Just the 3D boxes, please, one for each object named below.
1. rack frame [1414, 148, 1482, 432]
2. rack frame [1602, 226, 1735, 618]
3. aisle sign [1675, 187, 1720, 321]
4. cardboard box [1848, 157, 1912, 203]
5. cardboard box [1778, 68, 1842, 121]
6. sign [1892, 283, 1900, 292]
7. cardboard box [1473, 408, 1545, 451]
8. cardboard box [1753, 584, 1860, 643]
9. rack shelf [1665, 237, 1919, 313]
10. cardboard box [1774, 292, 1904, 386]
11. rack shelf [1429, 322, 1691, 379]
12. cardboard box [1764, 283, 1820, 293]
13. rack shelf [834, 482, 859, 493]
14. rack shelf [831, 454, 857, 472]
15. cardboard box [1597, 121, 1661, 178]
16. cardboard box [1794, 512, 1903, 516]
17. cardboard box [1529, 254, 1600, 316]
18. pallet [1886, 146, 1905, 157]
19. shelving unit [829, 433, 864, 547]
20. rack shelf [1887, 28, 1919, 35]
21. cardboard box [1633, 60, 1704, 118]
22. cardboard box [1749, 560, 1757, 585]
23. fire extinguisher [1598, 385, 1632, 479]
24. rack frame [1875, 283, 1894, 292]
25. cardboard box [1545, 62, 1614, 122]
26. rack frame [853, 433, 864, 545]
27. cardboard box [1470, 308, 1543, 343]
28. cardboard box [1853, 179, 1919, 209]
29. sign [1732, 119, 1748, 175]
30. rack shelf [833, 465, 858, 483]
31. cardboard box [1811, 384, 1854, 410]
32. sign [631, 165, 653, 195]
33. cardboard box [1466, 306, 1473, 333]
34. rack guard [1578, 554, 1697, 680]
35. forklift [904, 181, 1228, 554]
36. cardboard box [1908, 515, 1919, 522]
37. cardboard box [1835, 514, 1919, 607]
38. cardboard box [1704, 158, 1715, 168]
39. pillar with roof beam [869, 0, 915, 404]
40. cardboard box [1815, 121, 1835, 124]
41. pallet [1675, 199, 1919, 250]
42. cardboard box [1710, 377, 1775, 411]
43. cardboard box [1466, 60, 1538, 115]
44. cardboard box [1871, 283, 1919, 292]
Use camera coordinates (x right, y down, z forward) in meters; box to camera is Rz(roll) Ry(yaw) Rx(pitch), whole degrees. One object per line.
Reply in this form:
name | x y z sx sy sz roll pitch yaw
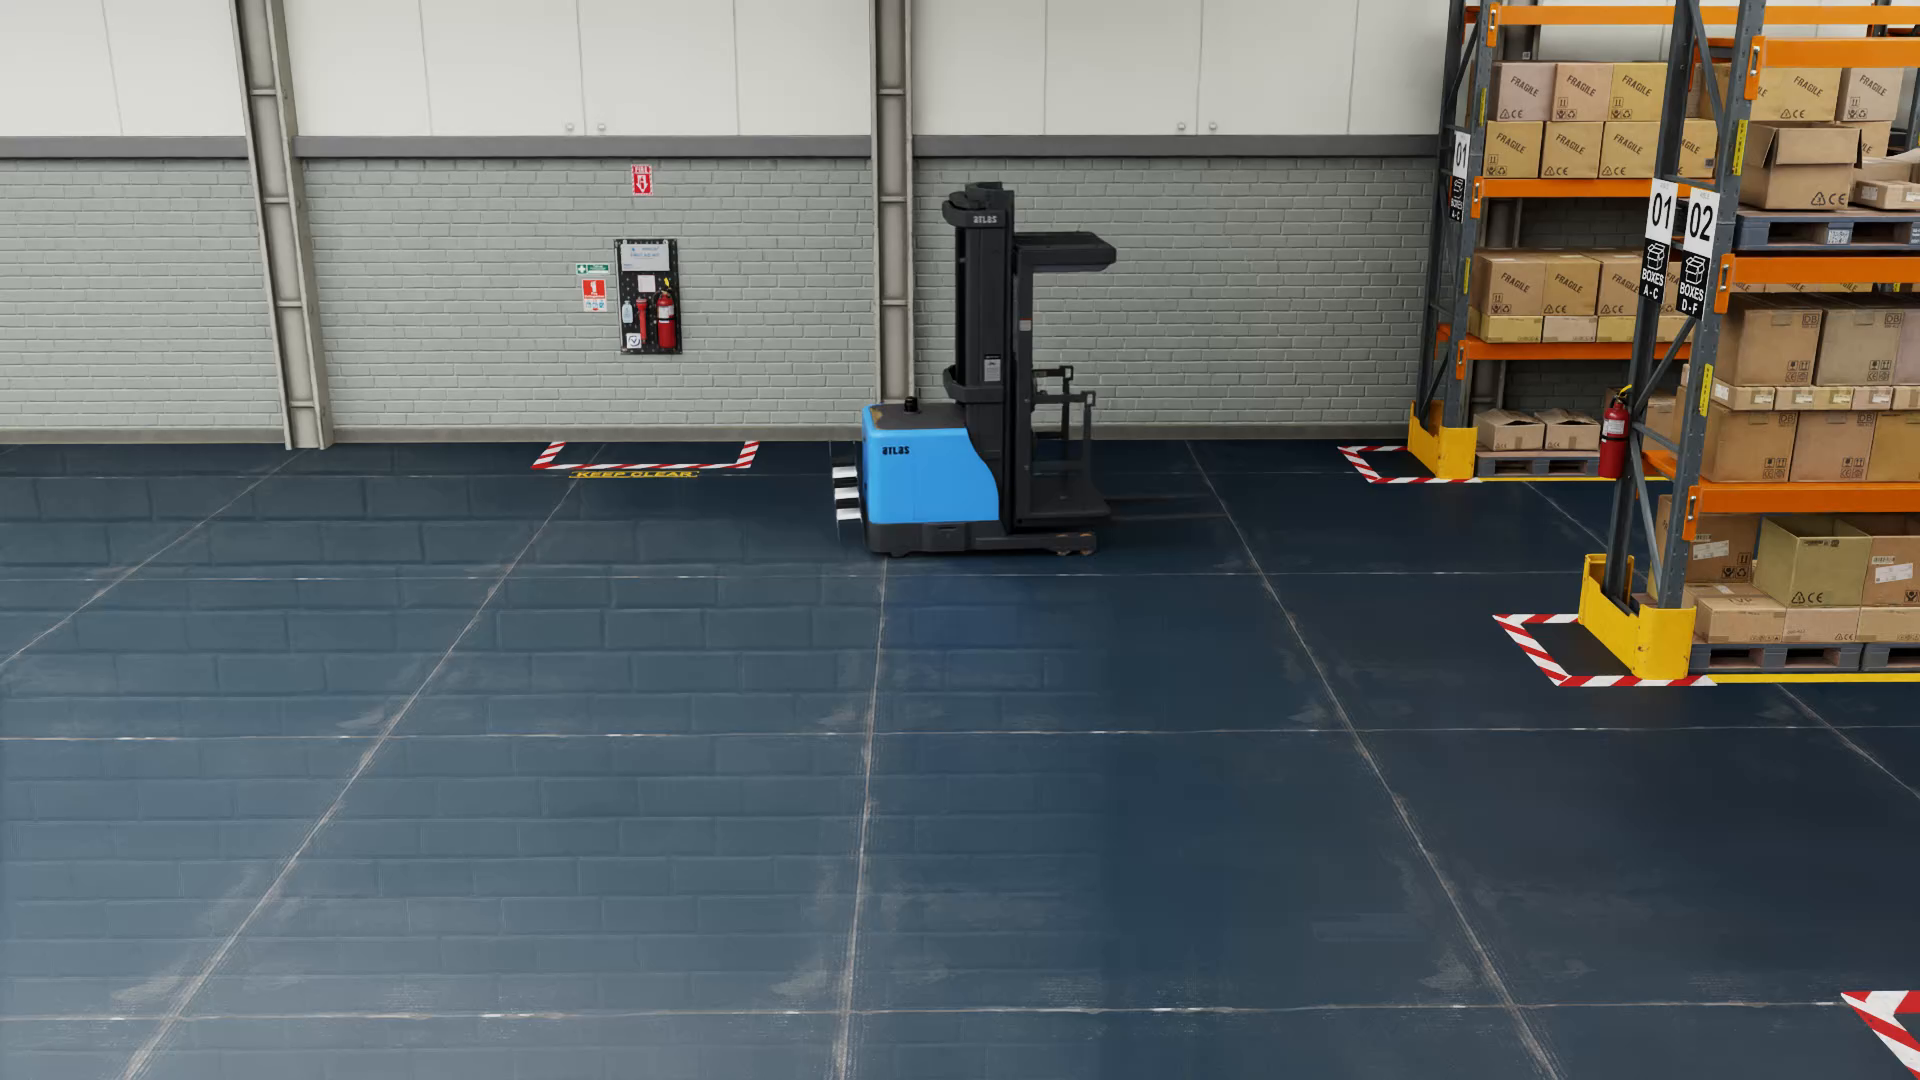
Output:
rack frame | 4.651 -2.185 15.947 0.127 3.000 1.000 0 18 -1
rack frame | 4.733 -0.672 11.231 0.127 3.000 1.000 0 18 -1
aisle sign | 4.672 -1.816 10.541 0.004 0.787 0.394 0 18 -1
cardboard box | 5.880 -2.381 10.978 0.500 0.250 0.500 0 18 -1
cardboard box | 7.603 -4.074 15.094 0.500 0.500 0.500 1 18 2
sign | 10.668 -3.924 14.919 4.007 3.399 0.100 0 18 -1
cardboard box | 6.108 2.644 4.594 2.161 0.321 24.904 -2 18 -7
cardboard box | 5.773 0.499 11.394 0.500 0.250 0.500 0 18 -1
rack shelf | 6.733 -1.767 10.913 4.000 0.370 1.077 0 18 -1
cardboard box | 5.779 -1.340 11.026 0.500 0.500 0.700 -1 18 -2
rack shelf | 6.651 -1.852 16.087 4.000 0.370 1.077 0 18 -1
cardboard box | 7.684 -2.398 15.598 0.500 0.500 0.500 0 18 -1
rack shelf | -0.949 -0.470 13.832 0.200 0.077 0.258 -5 18 -3
rack shelf | -0.962 -0.640 13.776 0.200 0.077 0.258 -5 18 -3
cardboard box | 6.046 -3.591 15.223 0.500 0.500 0.500 1 18 2
cardboard box | 6.264 -0.022 11.793 0.500 0.500 0.500 0 18 -1
cardboard box | 5.628 -2.390 15.571 0.500 0.500 0.500 0 18 -1
pallet | 9.270 -3.513 15.486 1.003 0.211 1.213 0 18 -1
shelving unit | -0.945 -0.416 13.849 0.210 0.900 0.258 -5 18 -3
rack shelf | 10.650 -4.664 15.251 3.809 0.052 0.919 0 18 -1
cardboard box | 6.620 -4.230 15.579 0.500 0.500 0.500 0 18 -1
cardboard box | 11.508 -0.237 11.498 11.980 1.590 1.086 0 18 -1
fire extinguisher | 4.608 -0.776 11.683 0.183 0.674 0.296 0 18 -1
rack frame | 8.651 -2.204 16.007 0.127 3.000 1.000 0 18 -1
cardboard box | 5.542 -4.061 15.052 0.500 0.500 0.500 0 18 -1
rack frame | -0.844 -0.425 13.854 0.006 0.900 0.240 -5 18 -3
cardboard box | 5.144 -2.028 15.672 0.500 0.250 0.500 -1 18 -2
cardboard box | 5.912 -2.199 10.575 0.250 0.149 0.380 0 18 -1
sign | 4.736 -2.384 10.099 0.005 0.325 0.100 0 18 -1
rack shelf | -0.955 -0.555 13.804 0.200 0.077 0.258 -5 18 -3
cardboard box | 5.642 -0.967 10.926 0.250 0.149 0.380 0 18 -1
sign | -3.143 -3.557 16.431 0.199 0.298 0.001 0 18 -1
cardboard box | 5.115 -2.184 16.159 0.500 0.250 0.500 0 18 0
rack guard | 4.709 0.519 11.612 0.348 0.500 1.175 0 18 -1
forklift | 0.707 -1.431 13.710 3.031 2.935 1.110 -2 18 -6
cardboard box | 6.773 0.139 11.289 0.500 0.500 0.500 0 18 -1
cardboard box | 6.272 0.137 11.298 0.500 0.500 0.500 0 18 -1
cardboard box | 8.830 0.544 3.957 7.348 1.528 15.728 0 18 -1
pillar with roof beam | -0.594 -3.965 11.676 0.400 9.000 9.100 0 18 -1
cardboard box | 7.644 -3.613 15.292 0.500 0.500 0.500 -2 18 -6
pallet | 5.440 -2.053 10.772 1.213 0.211 1.003 0 18 -1
cardboard box | 5.129 -0.964 10.917 0.250 0.149 0.380 0 18 -1
cardboard box | 5.078 -4.228 15.573 0.500 0.500 0.500 1 18 2
cardboard box | 9.160 -2.453 15.900 0.500 0.500 0.700 0 18 -1
